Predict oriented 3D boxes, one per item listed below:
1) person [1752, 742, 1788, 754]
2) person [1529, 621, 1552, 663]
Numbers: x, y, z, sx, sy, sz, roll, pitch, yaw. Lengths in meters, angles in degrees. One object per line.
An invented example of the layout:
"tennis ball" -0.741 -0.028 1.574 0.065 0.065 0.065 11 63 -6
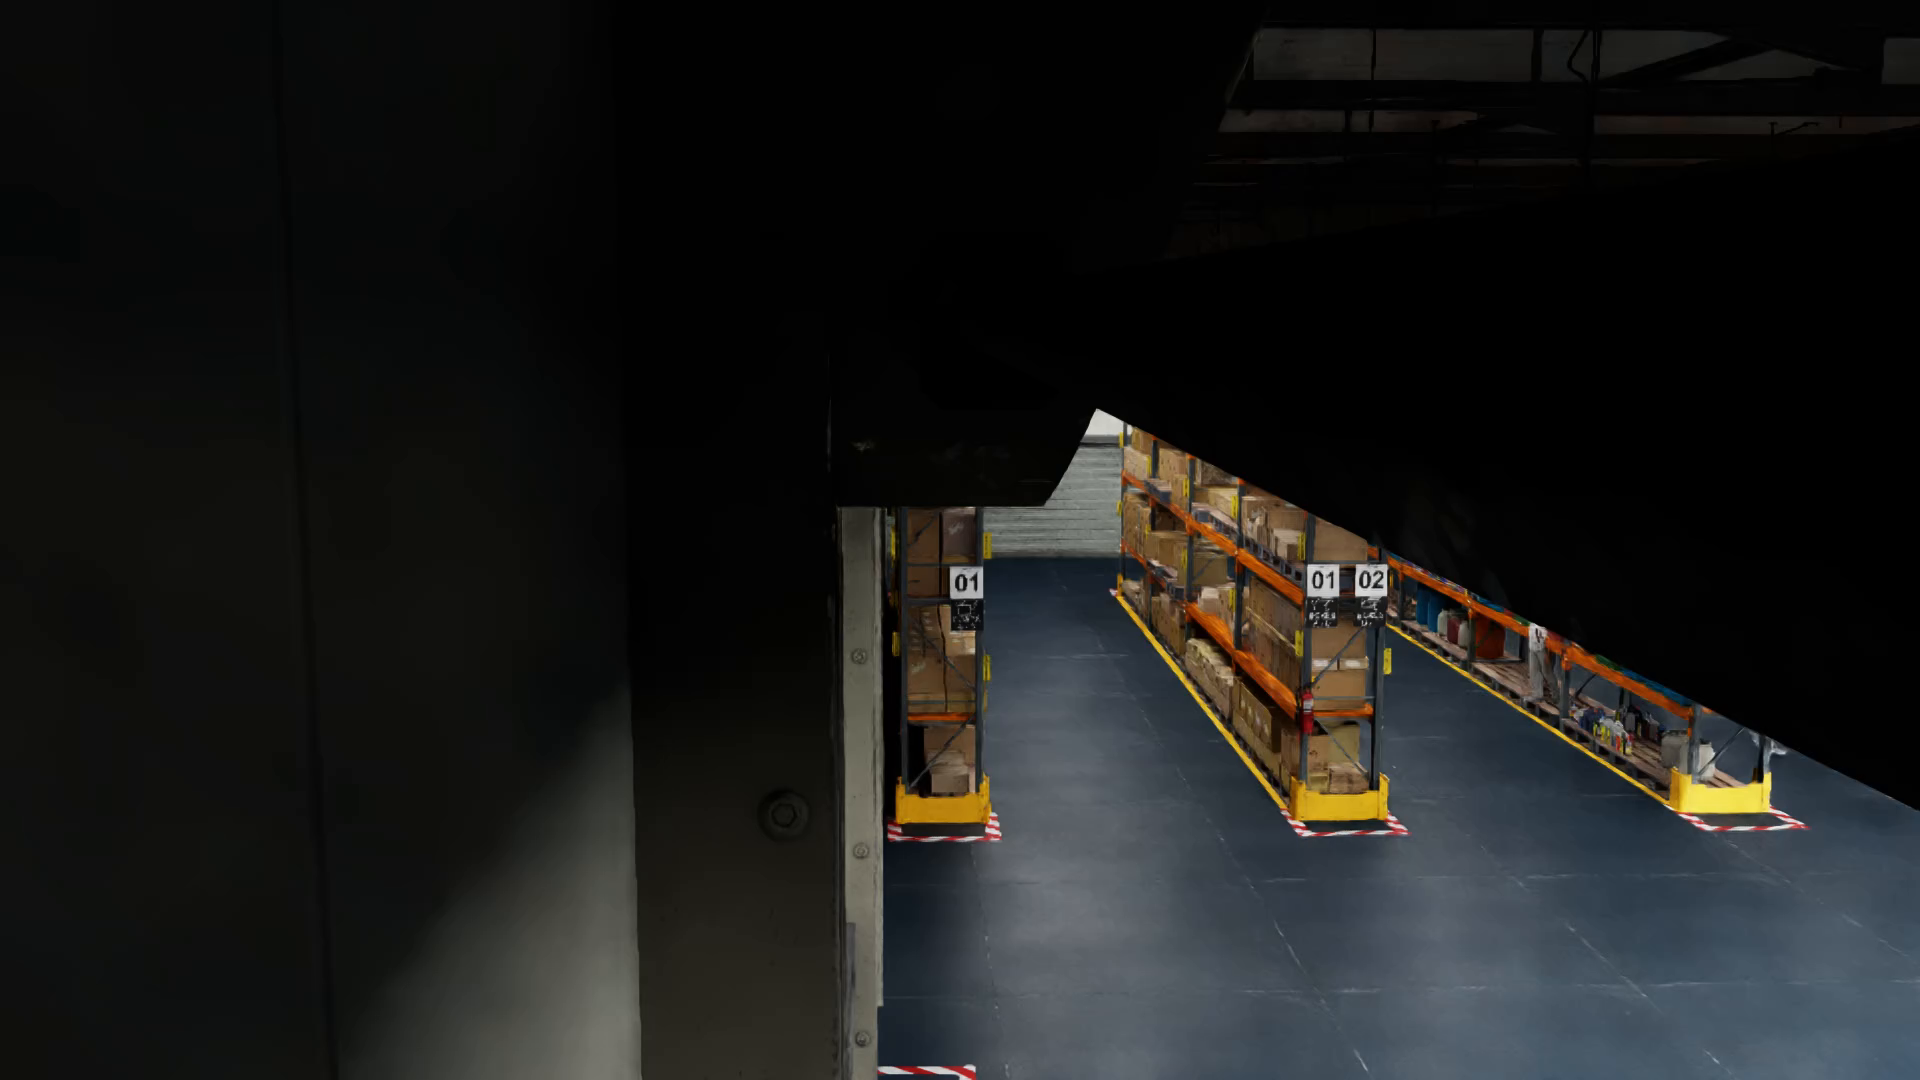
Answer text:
"person" 11.589 2.115 23.675 0.472 1.782 0.535 -5 9 -29
"person" 9.002 1.376 25.692 0.402 0.994 0.524 -1 8 -10
